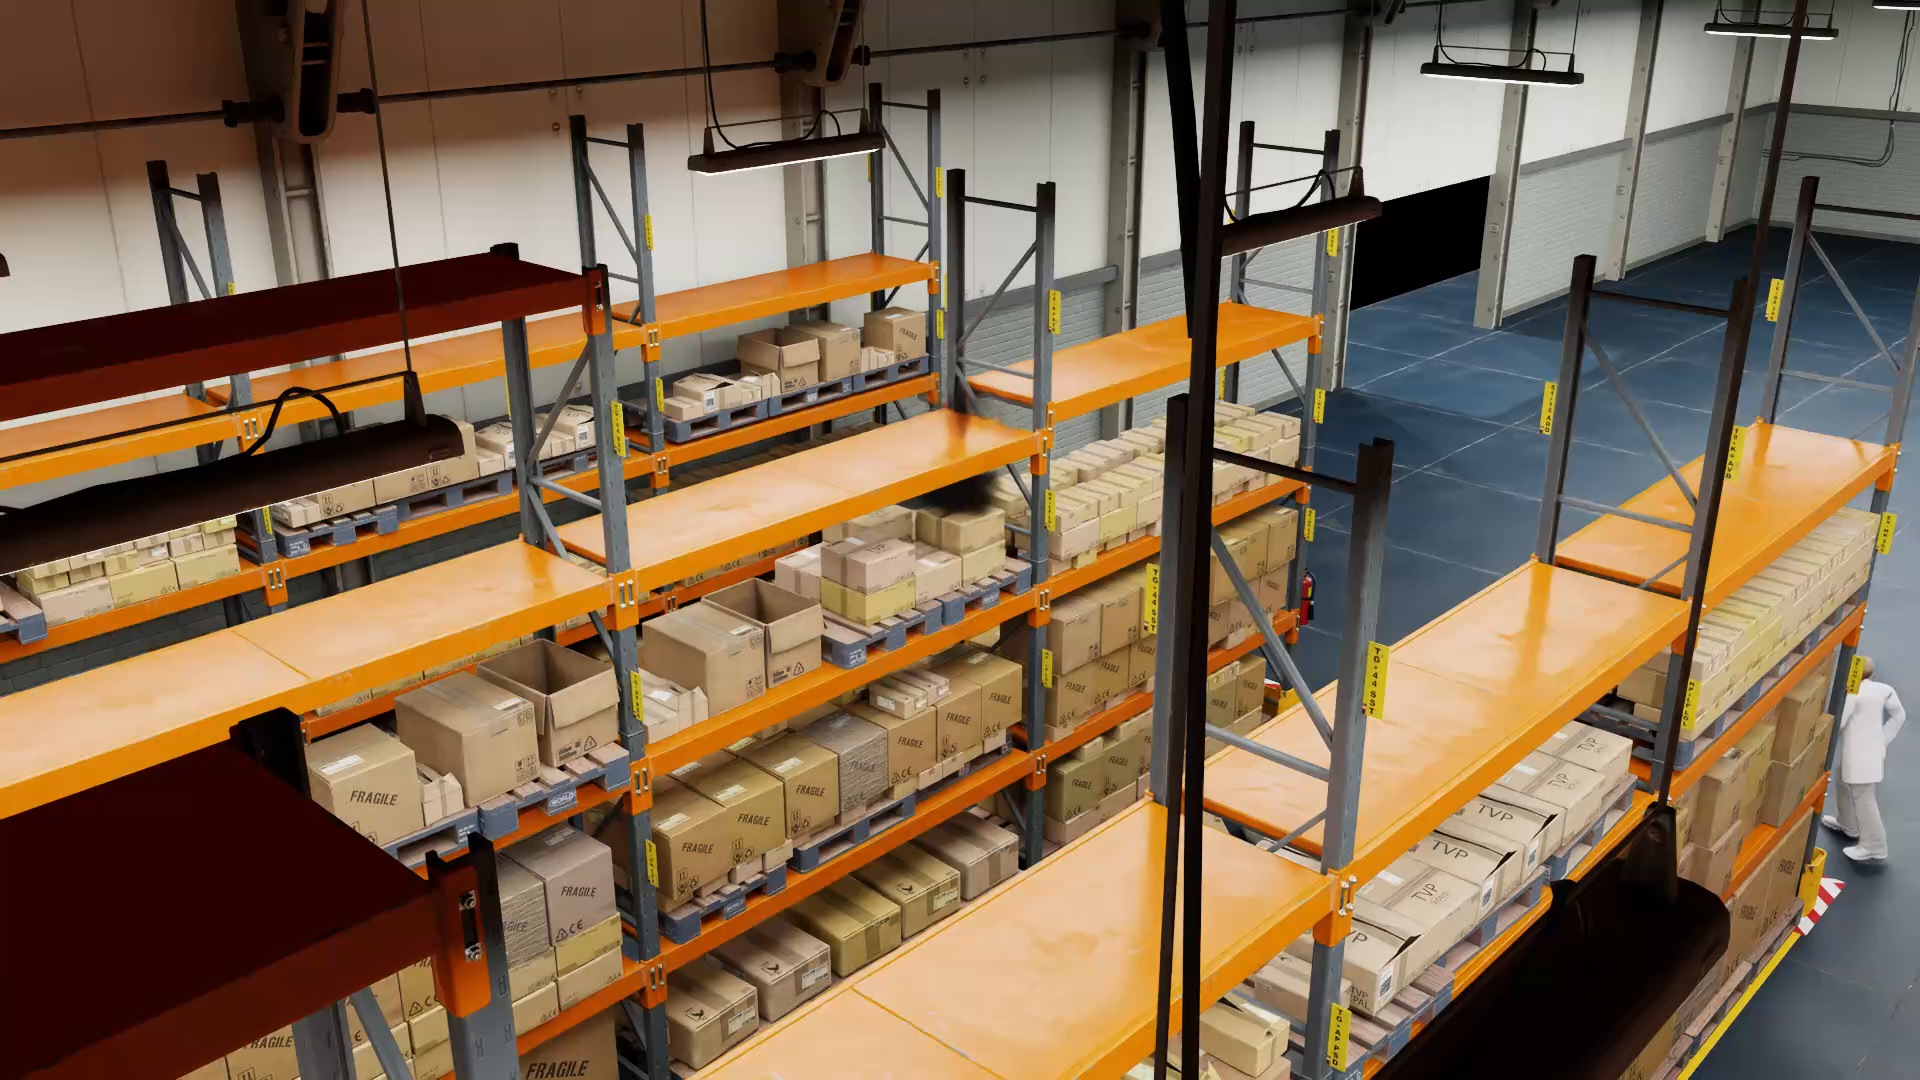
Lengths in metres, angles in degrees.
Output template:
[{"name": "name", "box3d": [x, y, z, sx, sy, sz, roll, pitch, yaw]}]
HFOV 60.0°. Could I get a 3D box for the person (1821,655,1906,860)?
[{"name": "person", "box3d": [7.994, 1.905, 14.796, 0.765, 1.704, 0.958, -14, 25, -32]}]
